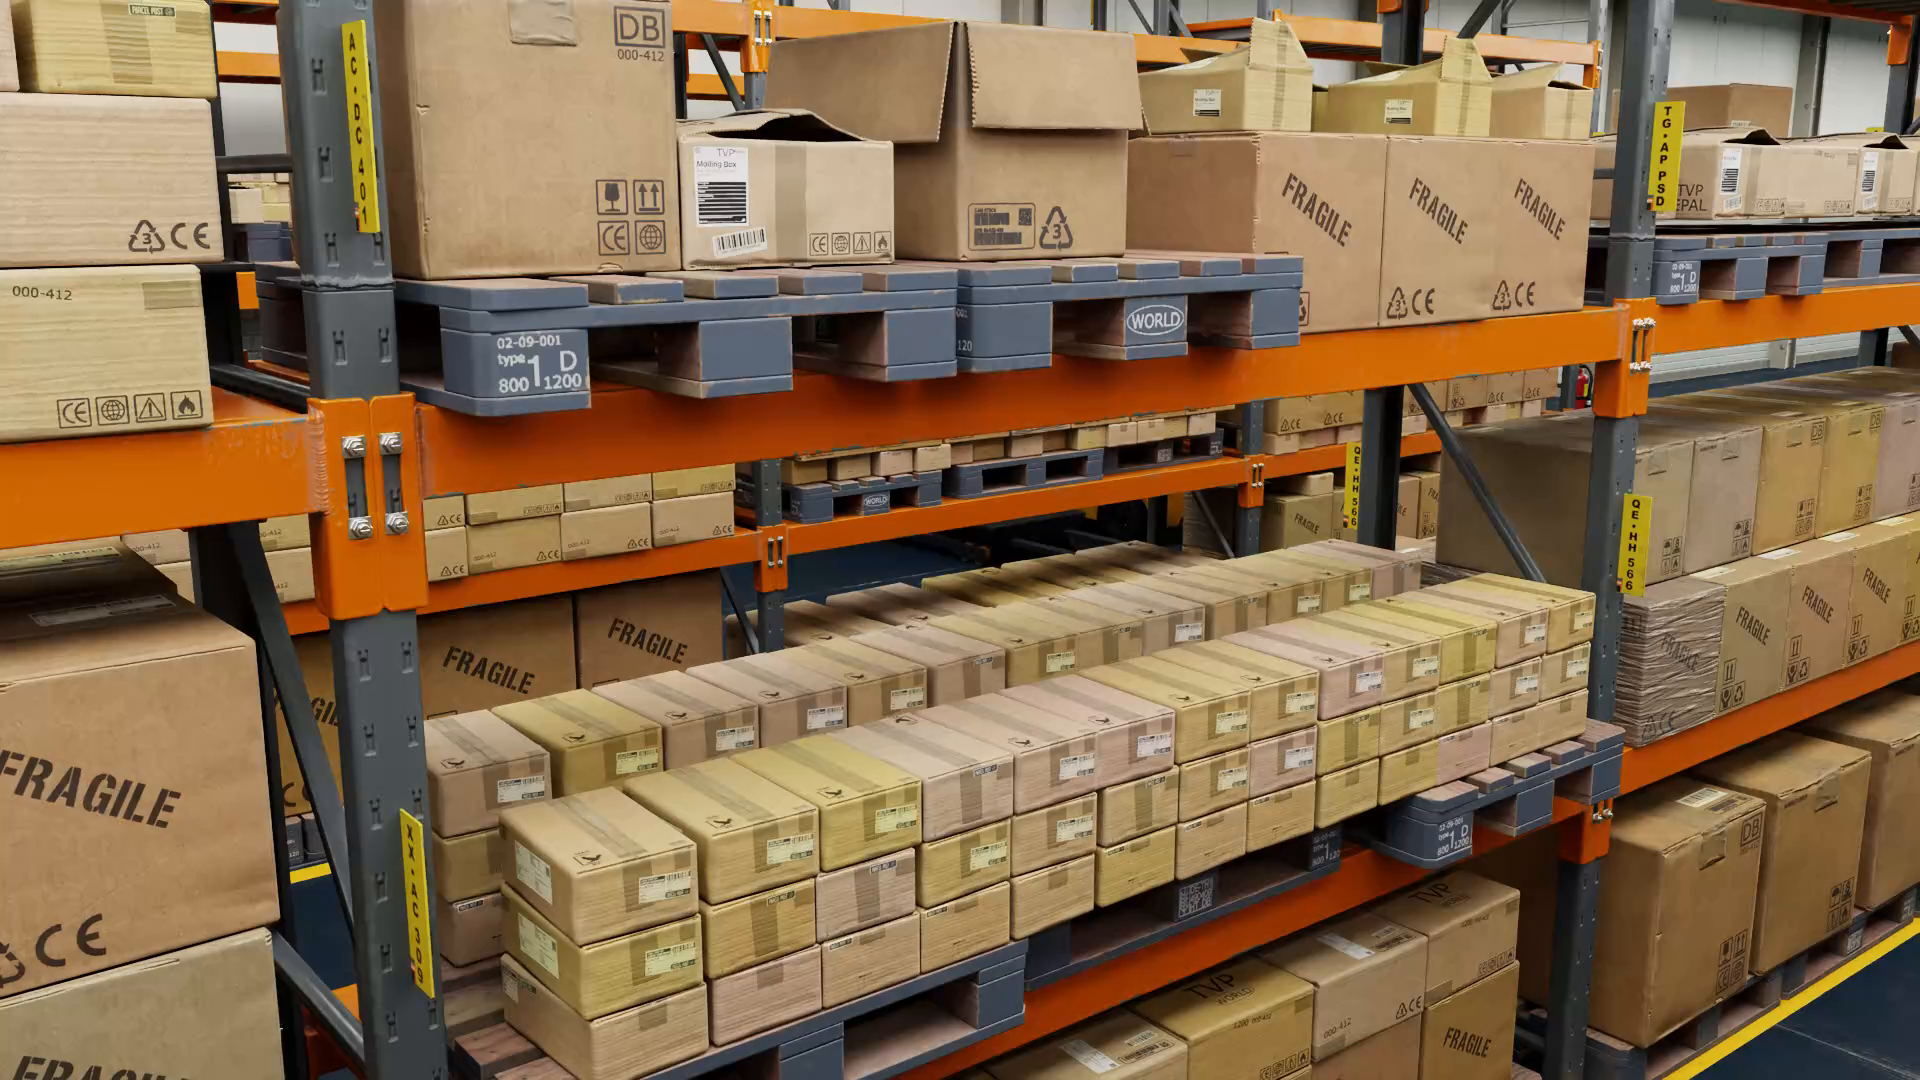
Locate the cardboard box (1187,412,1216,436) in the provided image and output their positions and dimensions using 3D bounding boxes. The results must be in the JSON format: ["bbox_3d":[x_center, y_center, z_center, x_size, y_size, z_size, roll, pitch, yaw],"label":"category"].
[{"bbox_3d":[1.544,-0.822,11.495,0.250,0.149,0.380,-9,15,-37],"label":"cardboard box"}]

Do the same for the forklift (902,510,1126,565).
[{"bbox_3d":[0.396,-1.333,14.473,1.130,2.935,3.031,-10,15,-38],"label":"forklift"}]

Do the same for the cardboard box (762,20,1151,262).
[{"bbox_3d":[-0.015,-0.926,3.907,0.637,0.503,0.797,-10,15,-38],"label":"cardboard box"}]

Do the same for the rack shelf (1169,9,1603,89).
[{"bbox_3d":[3.335,-3.692,12.712,4.000,0.370,1.077,-9,15,-38],"label":"rack shelf"}]

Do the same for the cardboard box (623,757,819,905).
[{"bbox_3d":[-0.494,0.589,3.415,0.250,0.149,0.380,-9,15,-36],"label":"cardboard box"}]

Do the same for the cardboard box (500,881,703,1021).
[{"bbox_3d":[-0.708,0.772,3.271,0.250,0.149,0.380,-9,15,-37],"label":"cardboard box"}]

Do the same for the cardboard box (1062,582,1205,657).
[{"bbox_3d":[0.519,0.249,5.019,0.250,0.149,0.380,-9,15,-35],"label":"cardboard box"}]

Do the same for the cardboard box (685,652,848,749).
[{"bbox_3d":[-0.494,0.417,4.227,0.250,0.149,0.380,-9,15,-38],"label":"cardboard box"}]

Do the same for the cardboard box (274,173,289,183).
[{"bbox_3d":[-4.985,-2.719,12.297,0.250,0.149,0.380,-10,16,-40],"label":"cardboard box"}]

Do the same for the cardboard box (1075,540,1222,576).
[{"bbox_3d":[1.365,0.297,11.944,0.625,0.372,0.950,-9,15,-37],"label":"cardboard box"}]

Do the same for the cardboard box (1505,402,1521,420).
[{"bbox_3d":[4.396,-1.084,13.736,0.250,0.149,0.380,-10,15,-39],"label":"cardboard box"}]

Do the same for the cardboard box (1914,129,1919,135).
[{"bbox_3d":[5.168,-1.961,8.434,0.500,0.250,0.500,-10,15,-38],"label":"cardboard box"}]

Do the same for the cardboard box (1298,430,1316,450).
[{"bbox_3d":[2.384,-0.758,12.205,0.250,0.149,0.380,-9,15,-36],"label":"cardboard box"}]

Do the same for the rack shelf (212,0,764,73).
[{"bbox_3d":[-2.912,-2.460,7.864,4.000,0.370,1.077,-9,15,-38],"label":"rack shelf"}]

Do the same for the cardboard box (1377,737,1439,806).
[{"bbox_3d":[1.130,0.611,4.746,0.250,0.149,0.380,-10,15,-38],"label":"cardboard box"}]

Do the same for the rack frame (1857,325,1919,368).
[{"bbox_3d":[4.944,-0.062,8.318,0.127,3.000,1.000,-9,15,-38],"label":"rack frame"}]

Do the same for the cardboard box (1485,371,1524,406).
[{"bbox_3d":[4.251,-1.385,13.596,0.500,0.500,0.500,-9,15,-38],"label":"cardboard box"}]

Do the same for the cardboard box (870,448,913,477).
[{"bbox_3d":[-0.496,-0.486,9.911,0.250,0.149,0.380,-11,16,-41],"label":"cardboard box"}]

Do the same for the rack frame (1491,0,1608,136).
[{"bbox_3d":[4.896,-4.305,13.859,0.127,3.000,1.000,-9,15,-38],"label":"rack frame"}]

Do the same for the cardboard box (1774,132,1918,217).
[{"bbox_3d":[3.315,-1.410,6.412,0.500,0.311,0.500,-10,15,-39],"label":"cardboard box"}]

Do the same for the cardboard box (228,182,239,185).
[{"bbox_3d":[-5.409,-2.517,12.060,0.250,0.149,0.380,-9,15,-37],"label":"cardboard box"}]

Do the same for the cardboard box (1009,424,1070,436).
[{"bbox_3d":[0.354,-0.955,10.560,0.500,0.500,0.500,-10,16,-40],"label":"cardboard box"}]

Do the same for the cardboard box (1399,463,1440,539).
[{"bbox_3d":[3.630,-0.319,13.333,0.500,0.500,0.500,-10,15,-39],"label":"cardboard box"}]

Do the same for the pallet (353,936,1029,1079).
[{"bbox_3d":[-0.615,0.995,3.805,1.213,0.211,1.003,-9,15,-38],"label":"pallet"}]

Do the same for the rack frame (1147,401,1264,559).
[{"bbox_3d":[1.773,-0.851,12.037,0.127,3.000,1.000,-9,15,-38],"label":"rack frame"}]

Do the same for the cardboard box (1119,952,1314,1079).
[{"bbox_3d":[0.656,1.370,4.778,0.500,0.250,0.500,-9,15,-36],"label":"cardboard box"}]

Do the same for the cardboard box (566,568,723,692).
[{"bbox_3d":[-1.942,0.578,9.412,0.875,0.875,0.875,-10,15,-38],"label":"cardboard box"}]

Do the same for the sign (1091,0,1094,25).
[{"bbox_3d":[1.451,-5.735,17.962,0.005,0.325,0.100,-9,15,-38],"label":"sign"}]

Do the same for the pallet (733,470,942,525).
[{"bbox_3d":[-0.861,-0.348,10.130,1.003,0.211,1.213,-9,15,-38],"label":"pallet"}]

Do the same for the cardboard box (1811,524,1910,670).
[{"bbox_3d":[3.520,0.198,6.855,0.500,0.500,0.500,-10,15,-38],"label":"cardboard box"}]

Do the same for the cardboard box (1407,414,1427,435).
[{"bbox_3d":[3.403,-0.919,12.961,0.250,0.149,0.380,-10,15,-38],"label":"cardboard box"}]

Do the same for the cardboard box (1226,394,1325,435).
[{"bbox_3d":[2.291,-1.058,12.052,0.500,0.500,0.500,-9,15,-38],"label":"cardboard box"}]

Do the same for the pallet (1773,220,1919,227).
[{"bbox_3d":[4.259,-1.308,7.429,1.217,0.209,0.805,-10,16,-40],"label":"pallet"}]

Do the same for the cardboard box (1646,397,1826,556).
[{"bbox_3d":[2.971,-0.270,6.652,0.500,0.500,0.700,-10,15,-39],"label":"cardboard box"}]

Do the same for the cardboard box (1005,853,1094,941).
[{"bbox_3d":[0.098,0.783,3.934,0.250,0.149,0.380,-10,16,-40],"label":"cardboard box"}]

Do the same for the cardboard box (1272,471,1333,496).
[{"bbox_3d":[2.537,-0.435,12.319,0.250,0.149,0.380,-9,15,-37],"label":"cardboard box"}]

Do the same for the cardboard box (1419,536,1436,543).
[{"bbox_3d":[3.619,0.053,13.390,0.500,0.250,0.500,-10,16,-40],"label":"cardboard box"}]

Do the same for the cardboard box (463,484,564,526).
[{"bbox_3d":[-2.355,-0.263,8.422,0.500,0.250,0.500,-10,16,-39],"label":"cardboard box"}]

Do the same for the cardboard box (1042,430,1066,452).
[{"bbox_3d":[0.468,-0.675,10.800,0.250,0.149,0.380,-10,16,-40],"label":"cardboard box"}]

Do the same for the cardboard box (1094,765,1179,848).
[{"bbox_3d":[0.314,0.601,4.076,0.250,0.149,0.380,-10,15,-39],"label":"cardboard box"}]

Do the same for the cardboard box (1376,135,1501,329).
[{"bbox_3d":[1.151,-0.876,4.693,0.500,0.500,0.500,-9,15,-38],"label":"cardboard box"}]

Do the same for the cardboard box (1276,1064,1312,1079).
[{"bbox_3d":[0.660,1.741,4.838,0.500,0.500,0.500,-10,16,-40],"label":"cardboard box"}]

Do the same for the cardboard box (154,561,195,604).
[{"bbox_3d":[-3.562,0.178,7.549,0.500,0.250,0.500,-10,16,-39],"label":"cardboard box"}]

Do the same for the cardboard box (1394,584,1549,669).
[{"bbox_3d":[1.527,0.254,4.993,0.250,0.149,0.380,-10,15,-38],"label":"cardboard box"}]

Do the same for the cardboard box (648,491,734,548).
[{"bbox_3d":[-1.583,-0.151,9.101,0.500,0.250,0.500,-10,16,-40],"label":"cardboard box"}]

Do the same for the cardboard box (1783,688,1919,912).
[{"bbox_3d":[3.760,1.053,7.474,0.750,0.750,1.050,-9,15,-38],"label":"cardboard box"}]

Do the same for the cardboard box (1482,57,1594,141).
[{"bbox_3d":[1.667,-1.339,5.027,0.258,0.266,0.396,-9,15,-38],"label":"cardboard box"}]

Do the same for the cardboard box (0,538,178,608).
[{"bbox_3d":[-1.807,0.312,3.195,0.500,0.500,0.500,-9,15,-36],"label":"cardboard box"}]

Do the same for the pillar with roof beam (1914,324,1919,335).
[{"bbox_3d":[22.116,-7.581,29.288,0.400,9.000,9.100,-9,15,-38],"label":"pillar with roof beam"}]

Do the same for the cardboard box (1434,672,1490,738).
[{"bbox_3d":[1.308,0.437,4.849,0.250,0.149,0.380,-9,15,-36],"label":"cardboard box"}]

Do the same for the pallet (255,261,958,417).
[{"bbox_3d":[-0.754,-0.462,3.433,1.003,0.211,1.213,-9,15,-38],"label":"pallet"}]

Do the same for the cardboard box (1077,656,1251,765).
[{"bbox_3d":[0.509,0.423,4.198,0.250,0.149,0.380,-9,15,-36],"label":"cardboard box"}]

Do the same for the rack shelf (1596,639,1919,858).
[{"bbox_3d":[3.382,0.550,7.171,4.000,0.370,1.077,-9,15,-38],"label":"rack shelf"}]

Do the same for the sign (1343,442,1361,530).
[{"bbox_3d":[1.471,-0.198,6.176,0.005,0.325,0.100,-9,15,-38],"label":"sign"}]
